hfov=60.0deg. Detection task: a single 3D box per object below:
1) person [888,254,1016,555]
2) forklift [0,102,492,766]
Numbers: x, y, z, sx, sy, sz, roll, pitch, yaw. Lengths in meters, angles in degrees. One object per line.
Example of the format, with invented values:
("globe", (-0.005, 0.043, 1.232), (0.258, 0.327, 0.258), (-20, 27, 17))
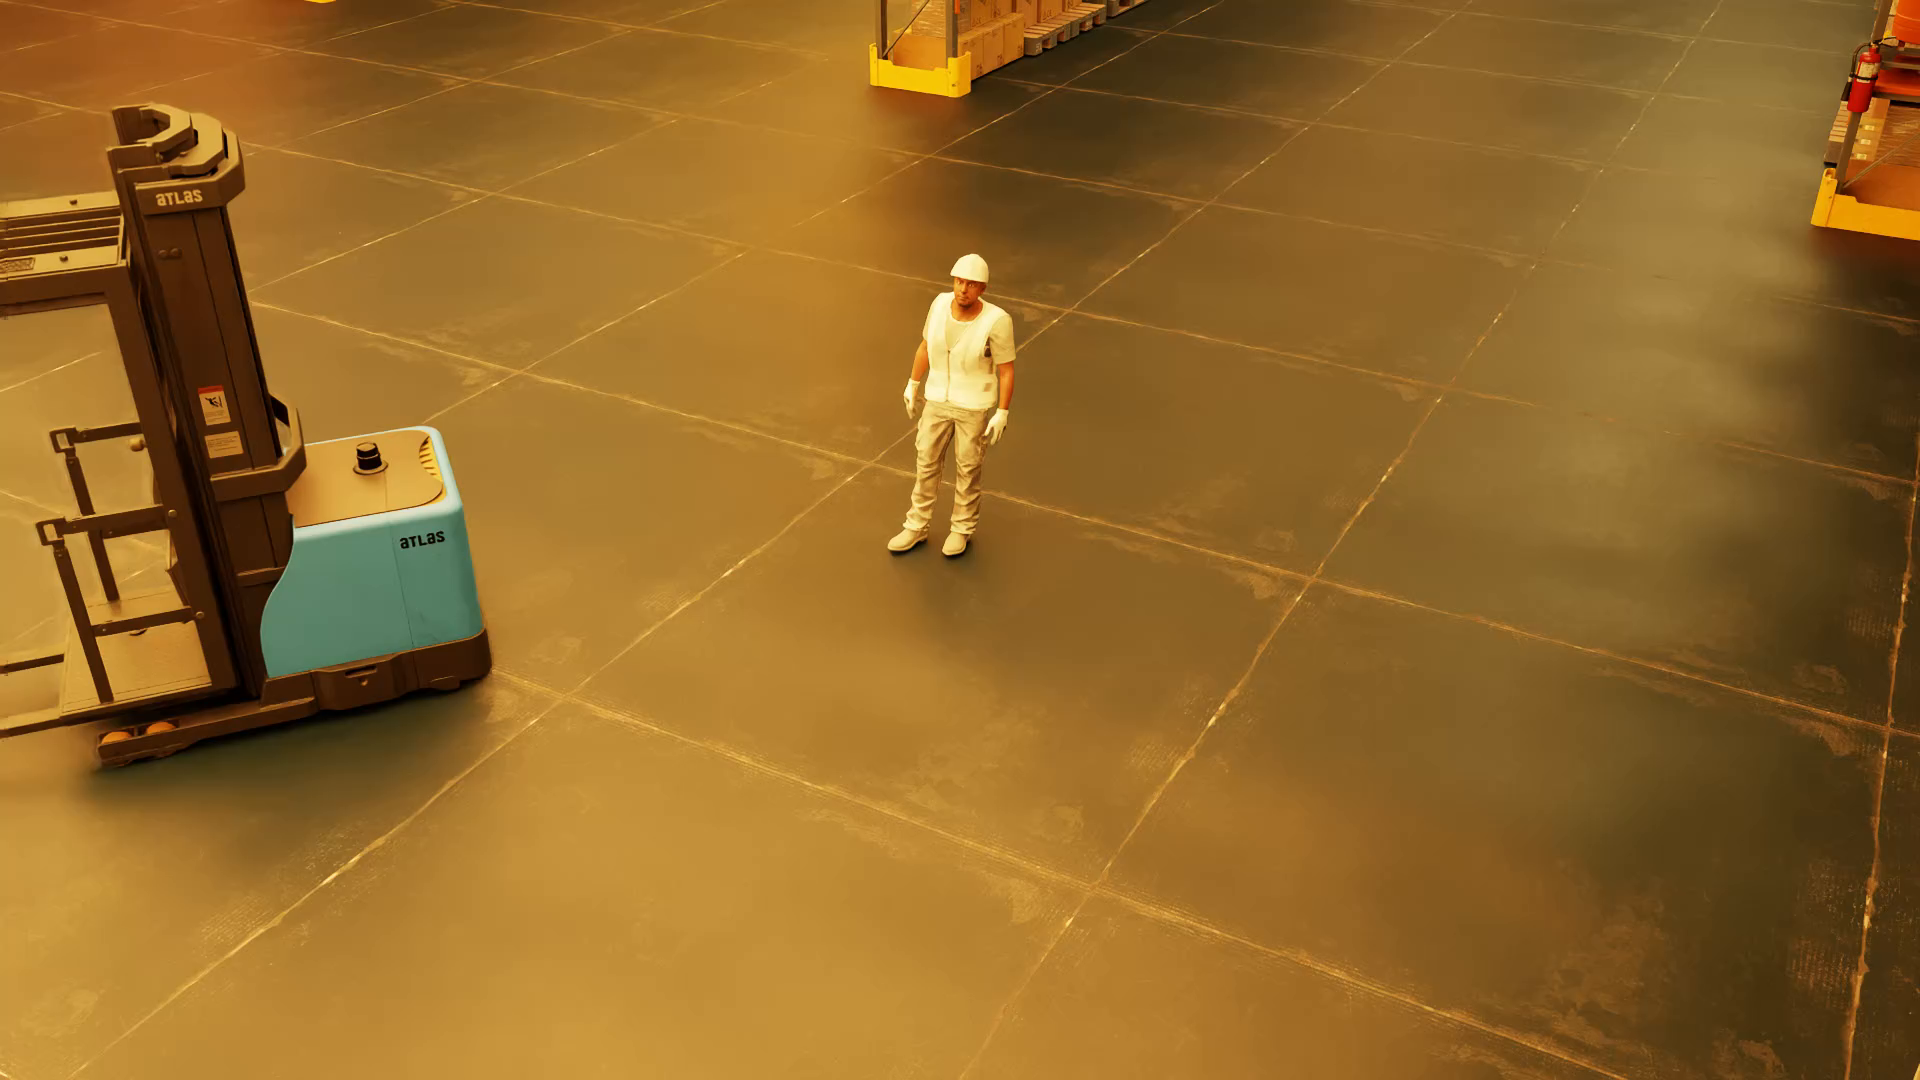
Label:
("person", (-0.042, -0.748, 9.502), (0.656, 1.784, 0.574), (15, 33, 25))
("forklift", (-4.020, -0.469, 7.883), (3.031, 2.935, 1.130), (-11, 32, -19))
